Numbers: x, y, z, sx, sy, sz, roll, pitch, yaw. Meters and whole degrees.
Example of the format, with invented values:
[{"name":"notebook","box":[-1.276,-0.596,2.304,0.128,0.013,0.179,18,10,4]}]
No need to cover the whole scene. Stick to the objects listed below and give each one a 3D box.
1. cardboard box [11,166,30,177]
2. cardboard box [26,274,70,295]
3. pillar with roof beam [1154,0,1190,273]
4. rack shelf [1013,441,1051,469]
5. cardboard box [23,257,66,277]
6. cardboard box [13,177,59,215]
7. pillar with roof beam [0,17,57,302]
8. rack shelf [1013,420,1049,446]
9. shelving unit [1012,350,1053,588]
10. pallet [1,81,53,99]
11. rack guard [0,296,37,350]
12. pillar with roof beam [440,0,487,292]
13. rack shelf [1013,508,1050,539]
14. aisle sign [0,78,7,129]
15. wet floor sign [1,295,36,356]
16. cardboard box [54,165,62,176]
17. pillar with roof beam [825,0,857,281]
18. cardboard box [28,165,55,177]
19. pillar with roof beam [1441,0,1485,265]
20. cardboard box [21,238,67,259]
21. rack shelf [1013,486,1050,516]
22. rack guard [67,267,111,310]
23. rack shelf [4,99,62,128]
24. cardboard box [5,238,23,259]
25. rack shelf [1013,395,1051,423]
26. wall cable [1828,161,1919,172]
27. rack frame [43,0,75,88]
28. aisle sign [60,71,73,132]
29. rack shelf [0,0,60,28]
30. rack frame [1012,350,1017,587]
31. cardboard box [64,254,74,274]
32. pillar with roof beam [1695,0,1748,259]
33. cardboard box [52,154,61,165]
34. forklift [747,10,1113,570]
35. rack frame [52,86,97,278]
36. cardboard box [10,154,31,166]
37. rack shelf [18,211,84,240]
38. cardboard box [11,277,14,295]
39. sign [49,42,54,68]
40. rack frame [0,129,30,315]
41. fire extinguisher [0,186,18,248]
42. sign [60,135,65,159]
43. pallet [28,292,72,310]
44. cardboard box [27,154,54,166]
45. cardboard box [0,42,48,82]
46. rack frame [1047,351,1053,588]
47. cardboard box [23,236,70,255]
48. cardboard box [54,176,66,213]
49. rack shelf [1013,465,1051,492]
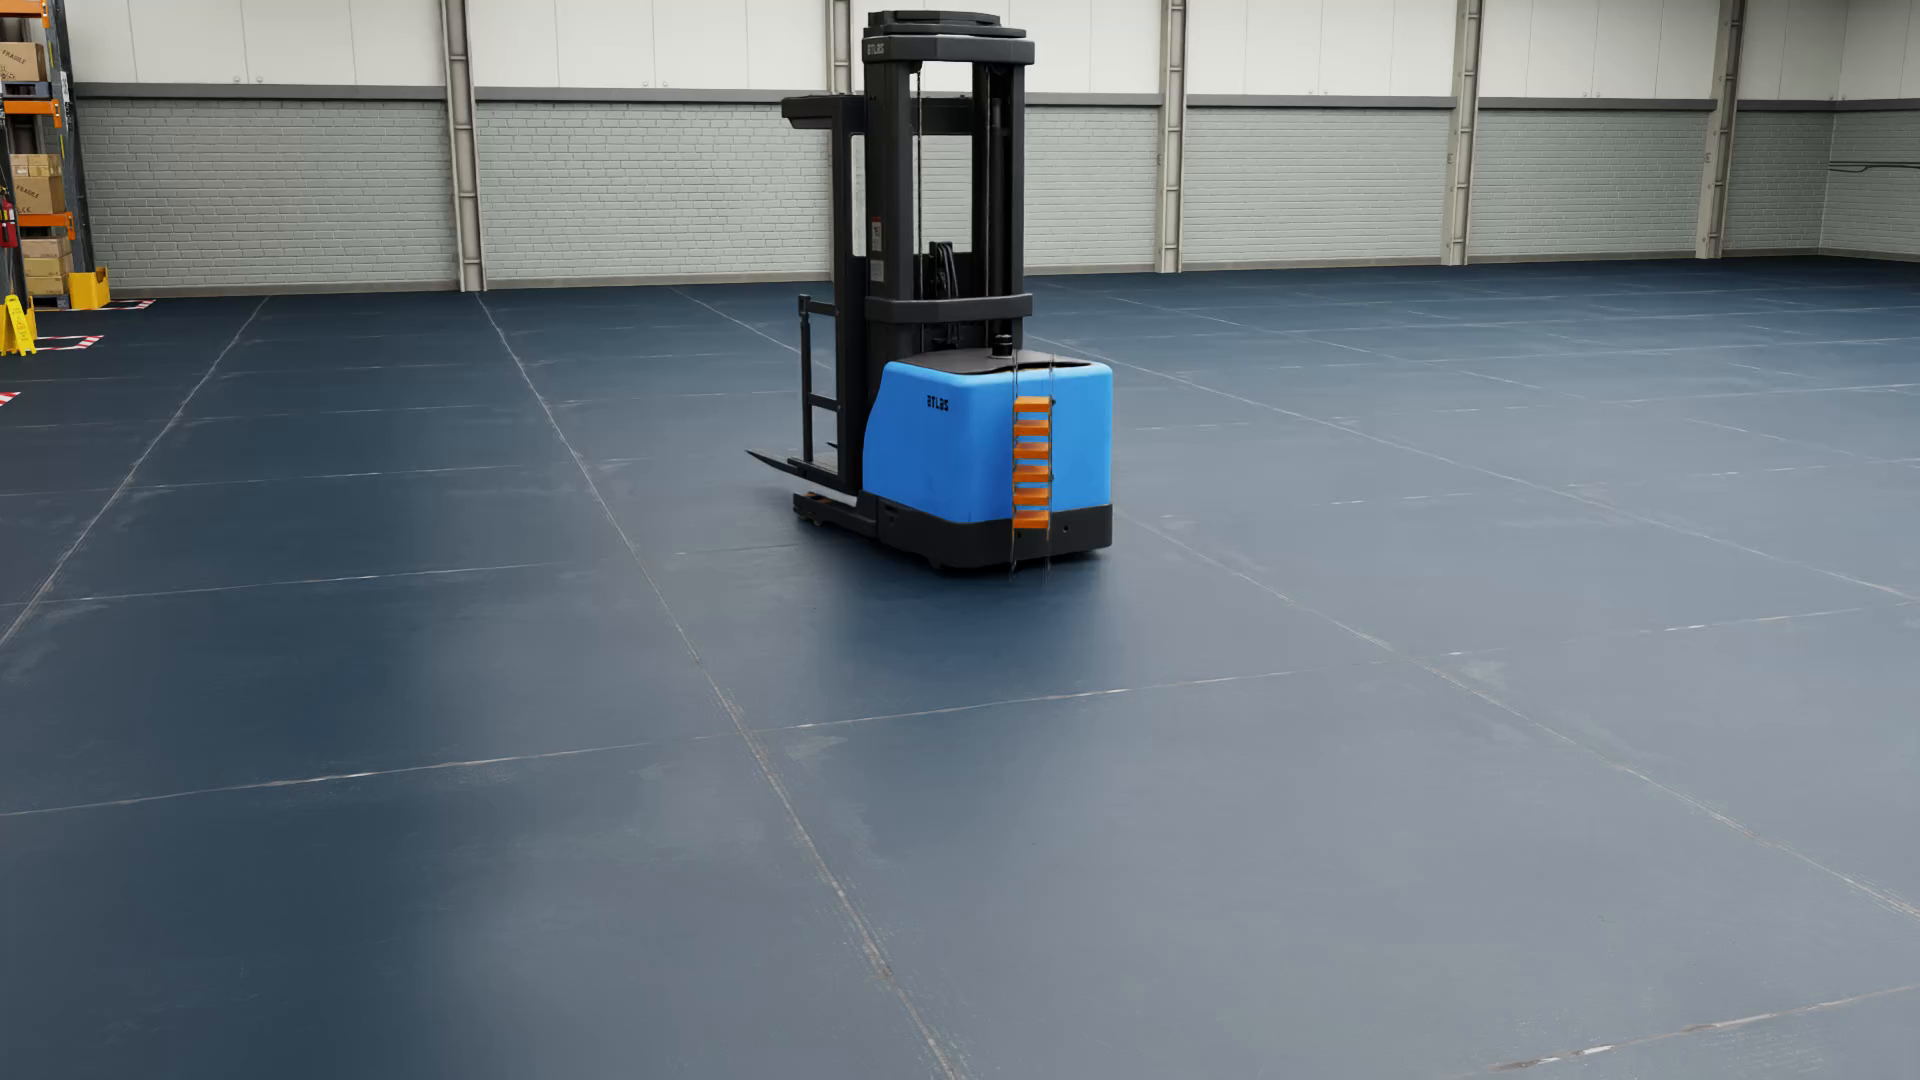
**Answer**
[{"name":"cardboard box","box":[-12.856,-5.046,22.756,0.250,0.149,0.380,-4,14,-17]},{"name":"cardboard box","box":[-12.729,-3.557,23.148,0.500,0.250,0.500,-4,14,-18]},{"name":"pillar with roof beam","box":[5.101,-8.243,24.852,0.400,9.000,9.100,-4,14,-18]},{"name":"rack shelf","box":[0.372,-0.437,8.558,0.180,0.103,0.258,1,13,6]},{"name":"cardboard box","box":[-12.746,-3.799,23.088,0.500,0.250,0.500,-5,14,-19]},{"name":"cardboard box","box":[-12.767,-4.749,22.909,0.500,0.500,0.500,-5,14,-19]},{"name":"pillar with roof beam","box":[-11.959,-6.915,19.267,0.400,9.000,9.100,-4,14,-18]},{"name":"rack shelf","box":[0.372,-0.554,8.531,0.180,0.103,0.258,1,13,6]},{"name":"shelving unit","box":[0.372,-0.364,8.575,0.189,1.200,0.258,1,13,6]},{"name":"pallet","box":[-13.063,-6.164,22.783,1.213,0.211,1.003,-4,14,-18]},{"name":"rack guard","box":[-10.870,-2.484,19.005,0.348,0.500,1.175,-4,14,-18]},{"name":"pillar with roof beam","box":[-6.272,-7.358,21.128,0.400,9.000,9.100,-4,14,-18]},{"name":"rack shelf","box":[0.373,-0.087,8.639,0.180,0.103,0.258,1,13,6]},{"name":"aisle sign","box":[-10.838,-5.043,18.744,0.004,0.787,0.394,-4,14,-18]},{"name":"wet floor sign","box":[-10.277,-2.340,18.084,0.232,0.644,0.267,0,13,1]},{"name":"cardboard box","box":[-12.789,-5.190,23.362,0.250,0.149,0.380,-5,14,-20]},{"name":"pillar with roof beam","box":[-0.586,-7.800,22.990,0.400,9.000,9.100,-4,14,-18]},{"name":"cardboard box","box":[-12.624,-5.071,22.863,0.250,0.149,0.380,-4,14,-17]},{"name":"pillar with roof beam","box":[10.788,-8.686,26.713,0.400,9.000,9.100,-4,14,-18]},{"name":"cardboard box","box":[-12.721,-4.045,23.039,0.500,0.250,0.500,-4,14,-16]},{"name":"rack shelf","box":[0.373,-0.204,8.612,0.180,0.103,0.258,1,13,6]},{"name":"rack guard","box":[-12.362,-3.580,23.612,0.348,0.500,1.175,-4,14,-18]},{"name":"rack shelf","box":[-14.280,-5.756,22.431,4.000,0.370,1.077,-4,14,-18]},{"name":"cardboard box","box":[-13.204,-4.006,22.875,0.500,0.250,0.500,-4,14,-17]},{"name":"rack shelf","box":[0.372,-0.671,8.504,0.180,0.103,0.258,1,13,6]},{"name":"wall cable","box":[18.315,-8.490,32.598,0.112,2.526,3.097,-4,14,-18]},{"name":"rack frame","box":[-12.384,-7.713,22.621,0.127,3.000,1.000,-4,14,-18]},{"name":"aisle sign","box":[-12.229,-5.999,22.764,0.004,0.787,0.394,-4,14,-18]},{"name":"rack shelf","box":[-14.280,-7.020,22.130,4.000,0.370,1.077,-4,14,-18]},{"name":"rack frame","box":[0.281,-0.366,8.584,0.006,1.200,0.240,1,13,6]},{"name":"cardboard box","box":[-12.896,-3.915,23.573,0.500,0.250,0.500,-4,14,-17]},{"name":"pillar with roof beam","box":[16.474,-9.129,28.575,0.400,9.000,9.100,-4,14,-18]},{"name":"cardboard box","box":[-12.771,-5.325,23.287,0.250,0.149,0.380,-5,14,-19]},{"name":"forklift","box":[-0.360,-1.560,9.867,1.130,2.935,3.031,-8,16,-31]},{"name":"rack frame","box":[-12.384,-4.794,23.315,0.127,3.000,1.000,-4,14,-18]},{"name":"cardboard box","box":[-12.881,-5.205,22.783,0.250,0.149,0.380,-4,14,-18]},{"name":"rack shelf","box":[-14.280,-4.296,22.778,4.000,0.370,1.077,-4,14,-18]},{"name":"cardboard box","box":[-13.203,-3.522,23.002,0.500,0.250,0.500,-4,14,-18]},{"name":"sign","box":[-12.225,-6.525,22.370,0.005,0.325,0.100,-4,14,-18]},{"name":"rack frame","box":[-10.798,-3.706,18.740,0.127,3.000,1.000,-4,14,-18]},{"name":"fire extinguisher","box":[-10.542,-3.575,18.359,0.183,0.674,0.296,-4,14,-18]},{"name":"sign","box":[-12.225,-5.352,22.649,0.005,0.325,0.100,-4,14,-18]},{"name":"pallet","box":[-13.096,-3.372,23.362,1.213,0.211,1.003,-4,14,-18]},{"name":"cardboard box","box":[-12.657,-5.230,22.889,0.250,0.149,0.380,-4,14,-18]},{"name":"cardboard box","box":[-12.726,-6.469,22.534,0.500,0.500,0.500,-4,14,-16]},{"name":"rack frame","box":[0.463,-0.362,8.566,0.006,1.200,0.240,1,13,6]},{"name":"cardboard box","box":[-12.900,-4.153,23.494,0.500,0.250,0.500,-5,14,-19]},{"name":"cardboard box","box":[-12.943,-4.867,23.406,0.500,0.500,0.500,-4,14,-16]},{"name":"rack shelf","box":[0.372,-0.320,8.585,0.180,0.103,0.258,1,13,6]}]
